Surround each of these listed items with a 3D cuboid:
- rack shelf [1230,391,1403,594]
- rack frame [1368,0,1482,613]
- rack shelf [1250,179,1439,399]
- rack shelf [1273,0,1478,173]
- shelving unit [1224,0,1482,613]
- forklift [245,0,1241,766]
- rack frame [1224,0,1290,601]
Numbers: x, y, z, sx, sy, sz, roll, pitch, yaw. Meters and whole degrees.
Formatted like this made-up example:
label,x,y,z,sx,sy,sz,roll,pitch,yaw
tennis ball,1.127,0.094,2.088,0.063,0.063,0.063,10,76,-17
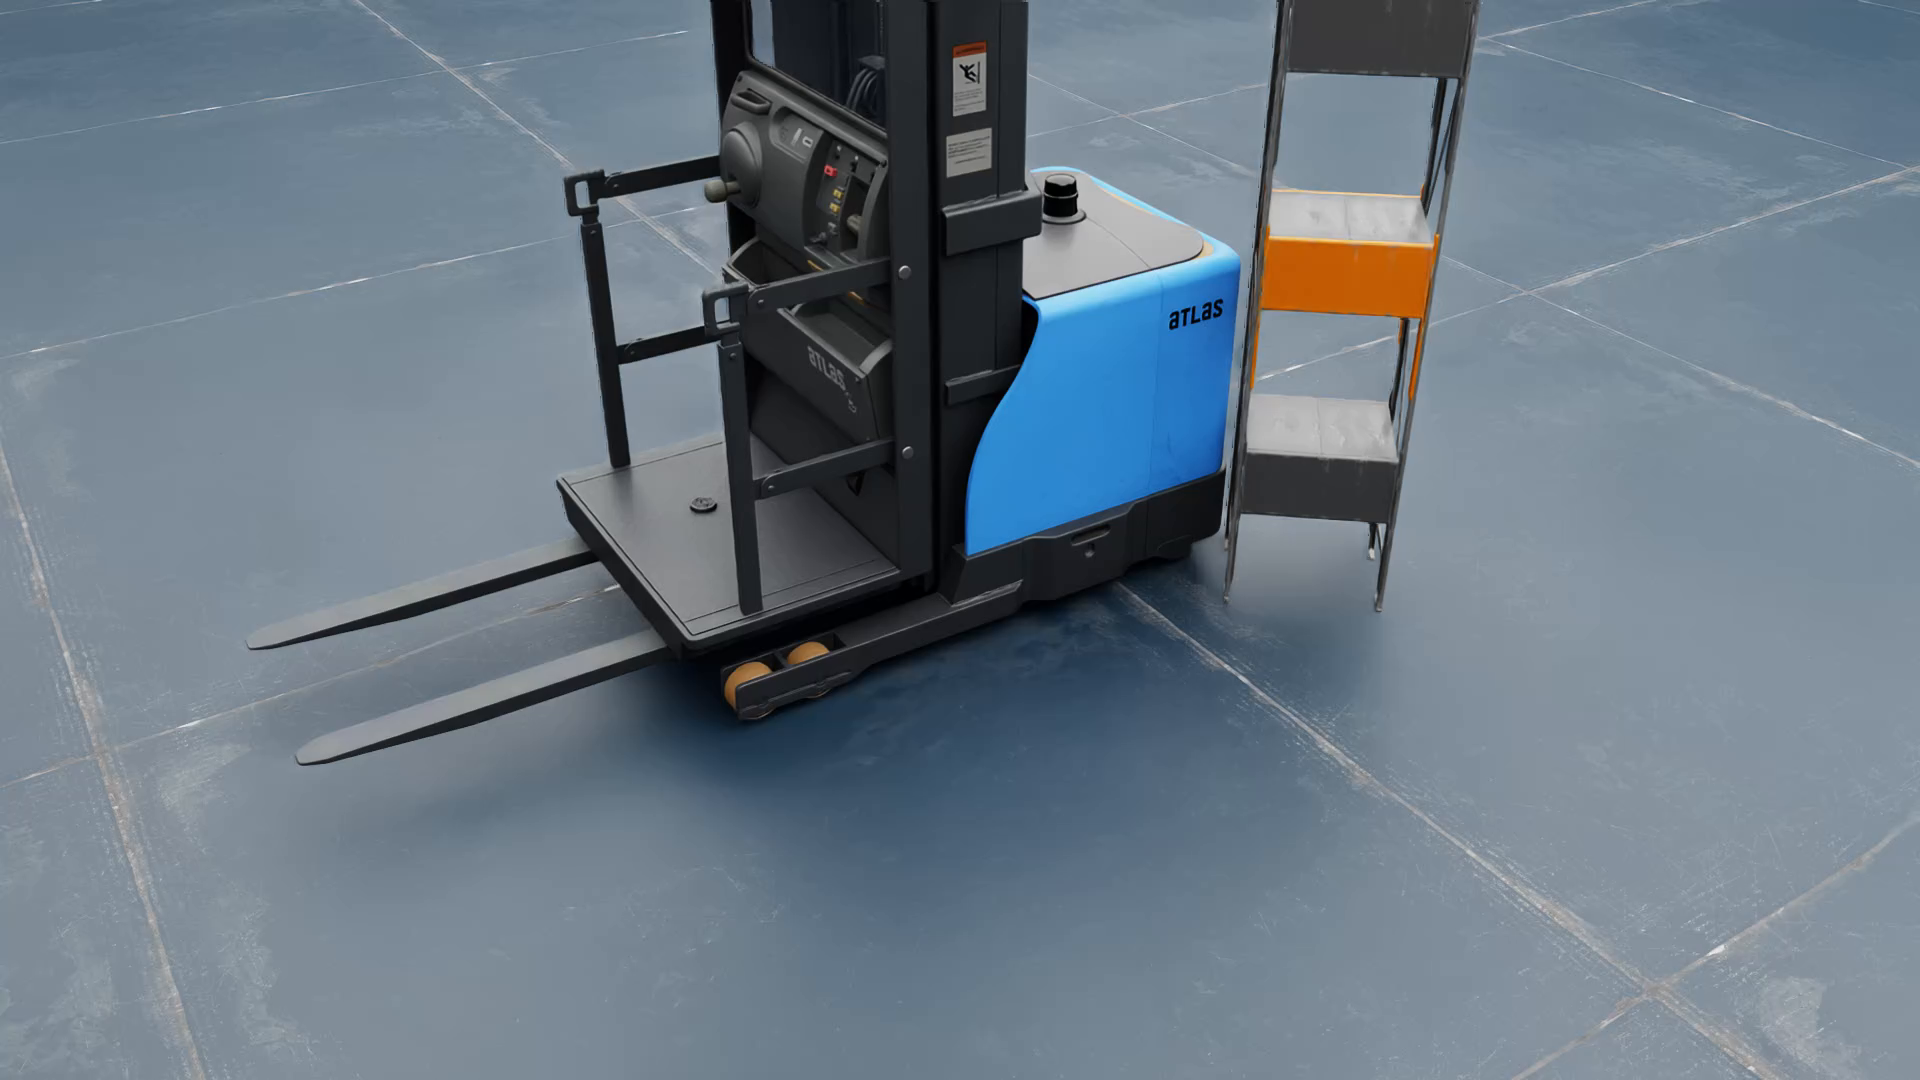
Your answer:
label,x,y,z,sx,sy,sz,roll,pitch,yaw
rack shelf,1.140,-0.173,5.393,0.480,0.518,0.431,4,32,7
rack frame,1.382,-0.758,4.984,0.015,2.100,0.400,4,32,7
rack shelf,1.140,-0.765,5.020,0.480,0.518,0.431,4,32,7
rack shelf,1.140,-1.357,4.646,0.480,0.518,0.431,4,32,7
shelving unit,1.140,-0.776,5.013,0.503,2.100,0.431,4,32,7
forklift,-0.631,-1.032,4.639,3.031,2.935,1.130,-18,37,-26
rack frame,0.899,-0.794,5.041,0.015,2.100,0.400,4,32,7
